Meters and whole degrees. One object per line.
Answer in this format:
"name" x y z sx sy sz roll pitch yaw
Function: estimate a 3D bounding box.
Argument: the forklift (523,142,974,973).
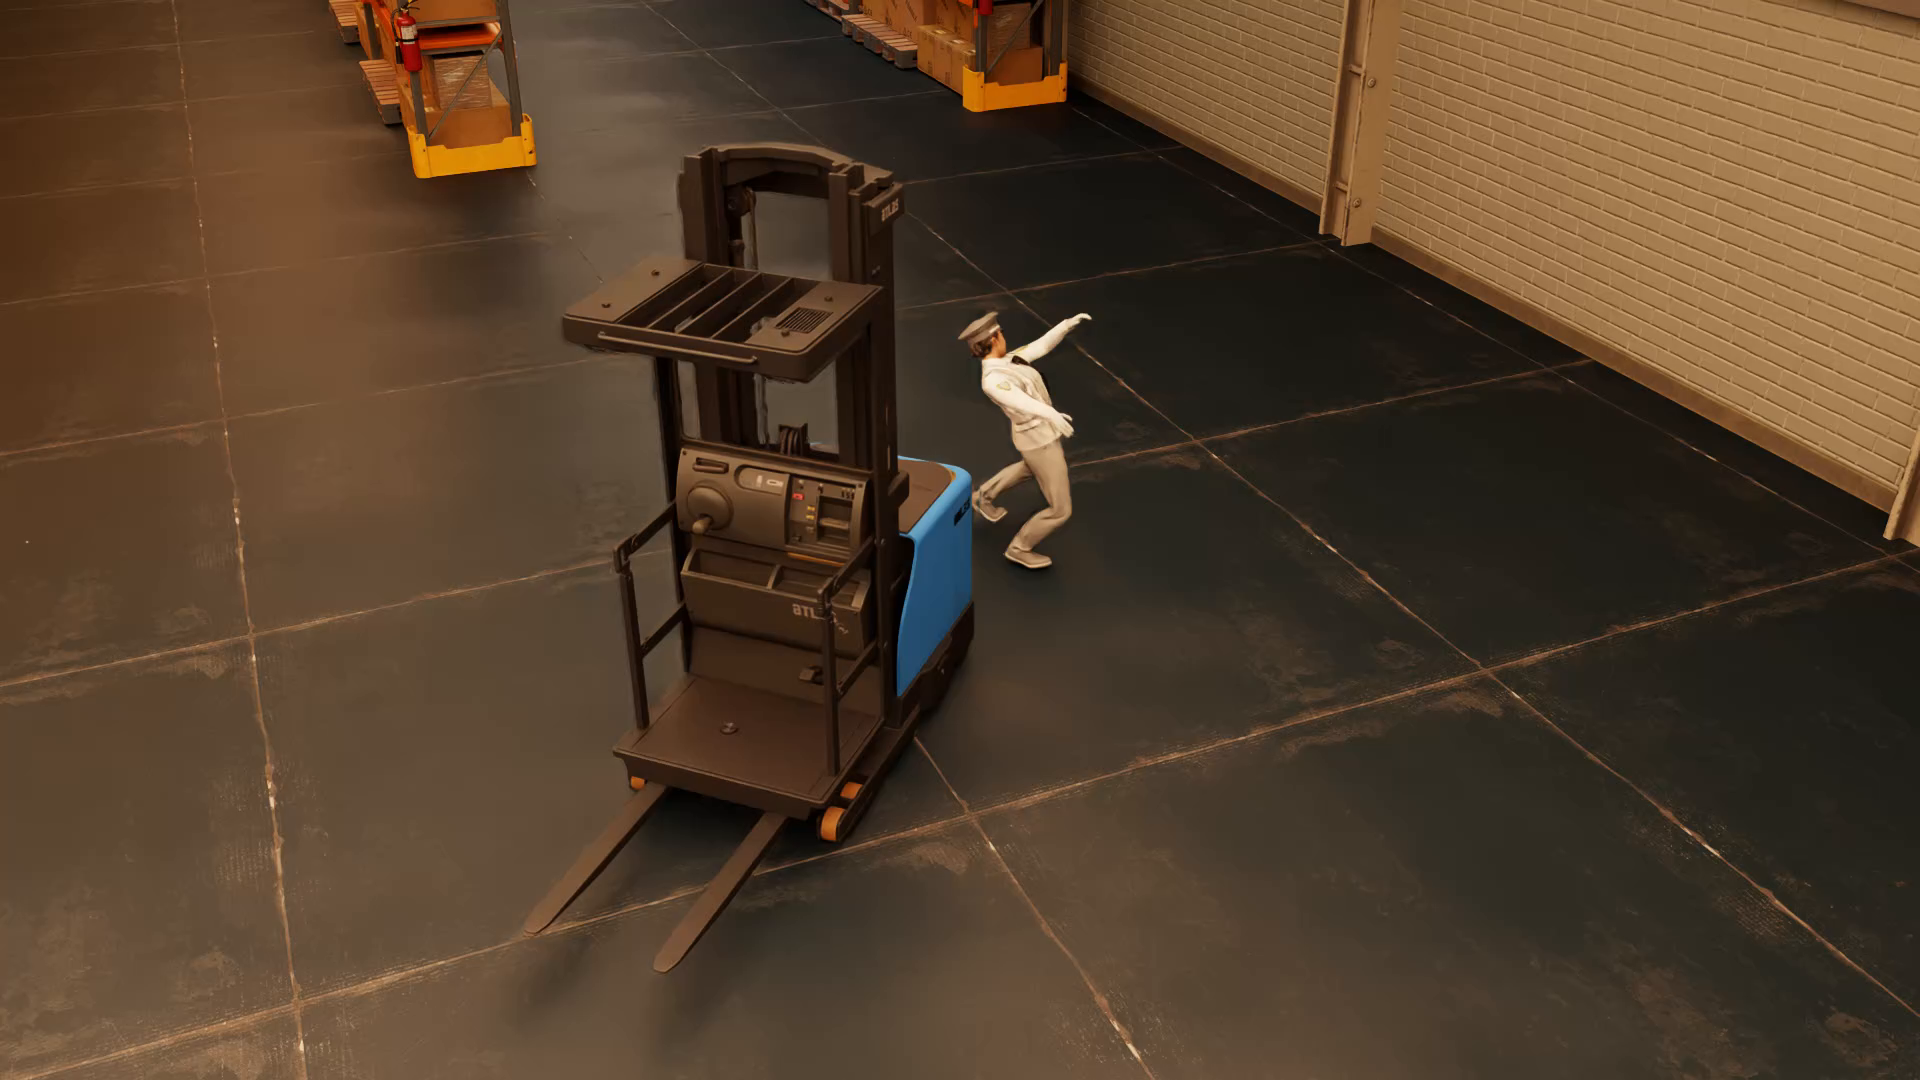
"forklift" -0.933 -0.118 7.326 1.130 2.935 3.031 11 32 18

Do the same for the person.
"person" 0.394 -0.515 9.482 0.744 1.458 1.001 -4 30 -7
